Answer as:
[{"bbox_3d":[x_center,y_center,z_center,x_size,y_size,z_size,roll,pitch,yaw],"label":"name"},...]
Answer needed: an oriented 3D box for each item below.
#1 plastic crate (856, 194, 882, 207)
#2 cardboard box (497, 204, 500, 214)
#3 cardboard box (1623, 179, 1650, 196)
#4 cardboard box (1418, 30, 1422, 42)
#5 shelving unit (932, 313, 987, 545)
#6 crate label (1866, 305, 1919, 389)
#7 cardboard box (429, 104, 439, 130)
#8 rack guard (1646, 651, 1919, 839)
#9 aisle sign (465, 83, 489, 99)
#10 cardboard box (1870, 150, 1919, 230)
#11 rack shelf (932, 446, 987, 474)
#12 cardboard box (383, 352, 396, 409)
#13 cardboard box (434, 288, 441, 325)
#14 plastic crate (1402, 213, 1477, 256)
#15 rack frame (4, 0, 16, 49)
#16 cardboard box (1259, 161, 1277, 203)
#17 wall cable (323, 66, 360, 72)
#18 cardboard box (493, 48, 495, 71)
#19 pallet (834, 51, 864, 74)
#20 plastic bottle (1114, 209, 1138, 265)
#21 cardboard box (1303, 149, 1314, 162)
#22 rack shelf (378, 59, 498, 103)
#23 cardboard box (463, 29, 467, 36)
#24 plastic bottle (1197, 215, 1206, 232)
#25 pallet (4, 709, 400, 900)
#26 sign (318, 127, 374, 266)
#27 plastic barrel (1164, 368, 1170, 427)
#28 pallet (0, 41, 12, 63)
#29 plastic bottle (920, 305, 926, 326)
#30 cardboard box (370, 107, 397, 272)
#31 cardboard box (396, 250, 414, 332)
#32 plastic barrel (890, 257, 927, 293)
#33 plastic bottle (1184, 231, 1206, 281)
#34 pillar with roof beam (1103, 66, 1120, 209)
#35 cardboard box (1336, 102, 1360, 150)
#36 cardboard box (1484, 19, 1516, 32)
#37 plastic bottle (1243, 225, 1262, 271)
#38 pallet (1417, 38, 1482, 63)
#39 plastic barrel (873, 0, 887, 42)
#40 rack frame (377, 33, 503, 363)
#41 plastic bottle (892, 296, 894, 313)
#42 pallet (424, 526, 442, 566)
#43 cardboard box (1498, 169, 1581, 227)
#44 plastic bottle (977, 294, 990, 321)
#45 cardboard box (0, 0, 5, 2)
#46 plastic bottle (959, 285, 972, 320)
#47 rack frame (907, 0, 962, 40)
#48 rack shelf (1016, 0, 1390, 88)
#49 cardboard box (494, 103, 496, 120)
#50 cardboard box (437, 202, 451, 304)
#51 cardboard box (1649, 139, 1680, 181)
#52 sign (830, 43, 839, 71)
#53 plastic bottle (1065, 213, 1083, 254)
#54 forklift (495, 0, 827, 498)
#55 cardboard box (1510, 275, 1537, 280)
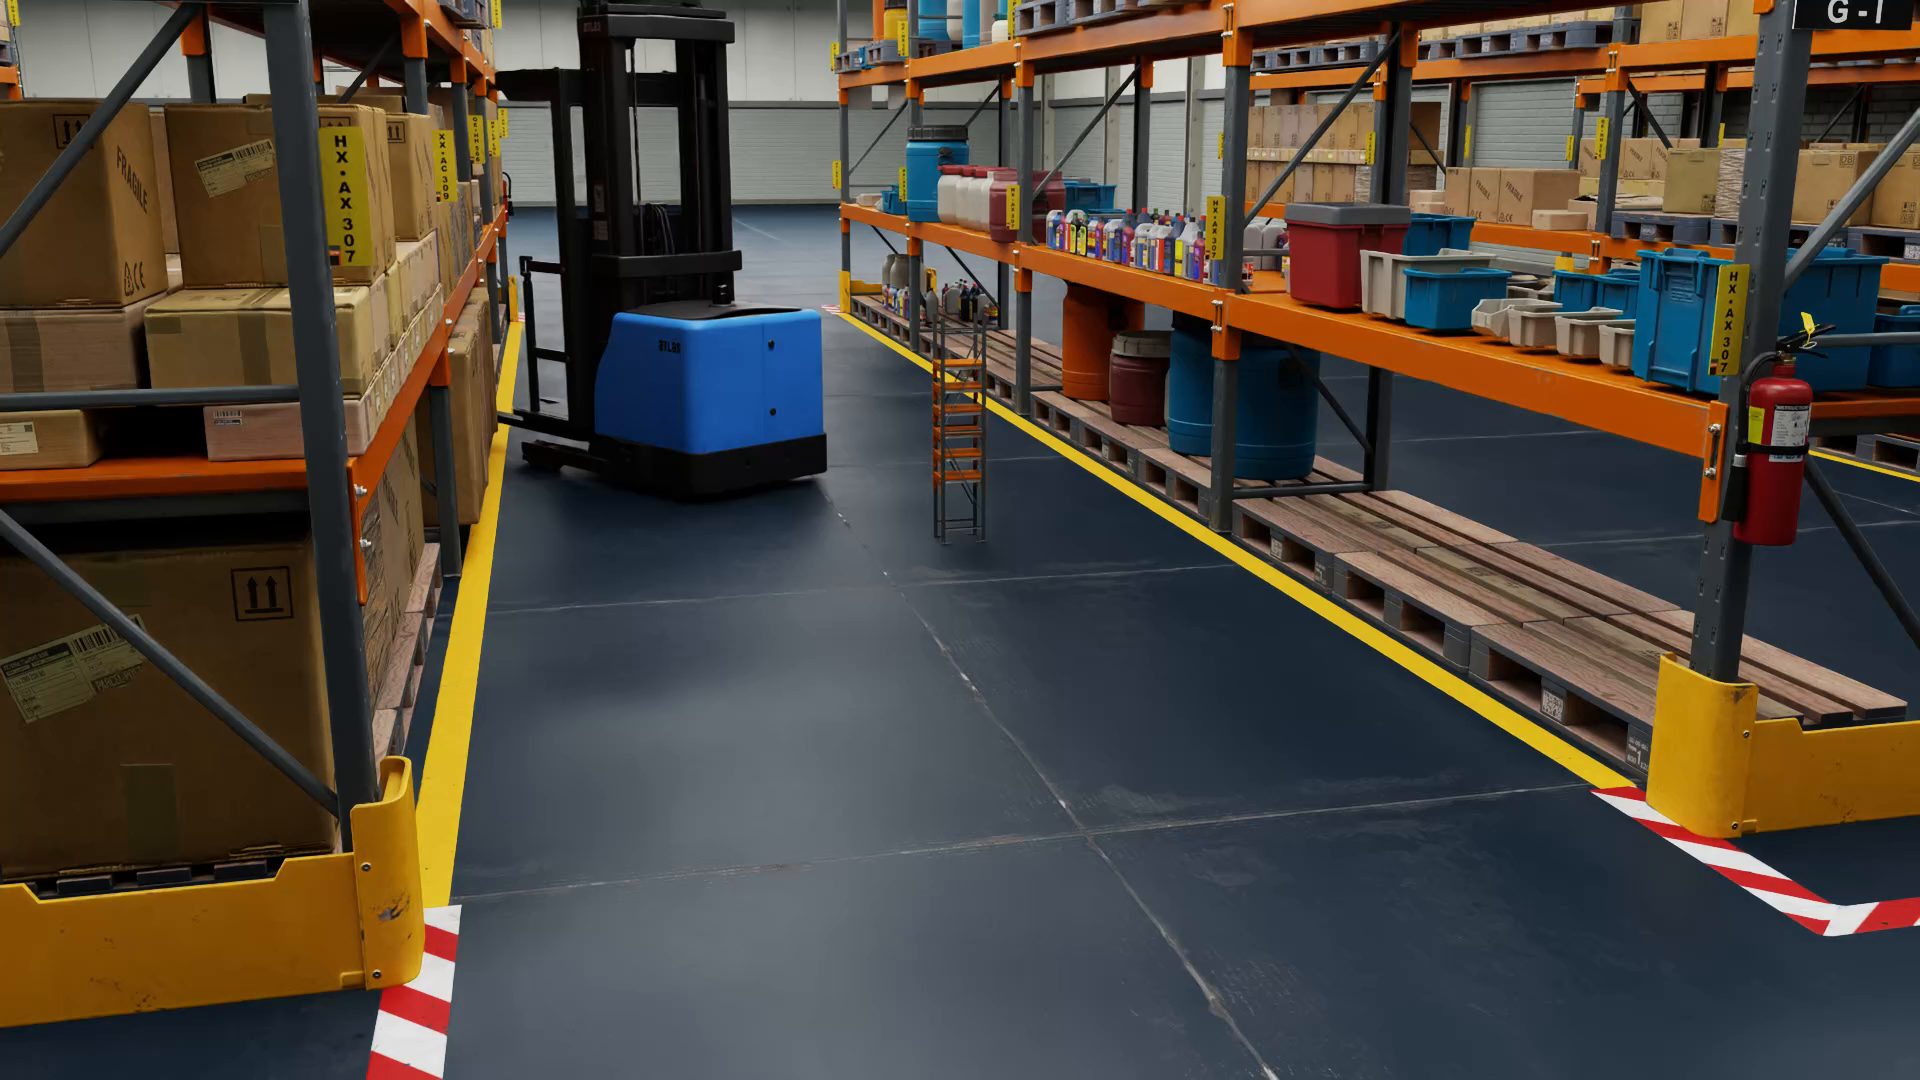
[{"bbox_3d":[-1.050,-3.945,19.309,0.298,0.136,0.250,-3,14,-13],"label":"plastic crate"},{"bbox_3d":[-5.040,-3.505,17.481,0.380,0.149,0.250,-3,14,-13],"label":"cardboard box"},{"bbox_3d":[8.738,-4.419,20.969,0.500,0.250,0.500,-4,14,-14],"label":"cardboard box"},{"bbox_3d":[4.945,-5.558,17.647,0.500,0.500,0.500,-2,14,-9],"label":"cardboard box"},{"bbox_3d":[-0.003,-0.586,8.798,0.258,1.200,0.189,-3,14,-13],"label":"shelving unit"},{"bbox_3d":[3.072,-0.629,5.409,0.416,0.233,0.303,-3,14,-13],"label":"crate label"},{"bbox_3d":[-3.577,-2.391,10.071,0.797,0.503,0.637,-3,14,-12],"label":"cardboard box"},{"bbox_3d":[2.828,0.613,5.365,1.175,0.500,0.348,-3,14,-13],"label":"rack guard"},{"bbox_3d":[-5.485,-5.315,18.884,0.394,0.787,0.004,-3,14,-13],"label":"aisle sign"},{"bbox_3d":[6.569,-2.334,11.063,0.700,0.500,0.500,-1,14,-4],"label":"cardboard box"},{"bbox_3d":[-0.003,-0.426,8.837,0.258,0.103,0.180,-3,14,-13],"label":"rack shelf"},{"bbox_3d":[-1.952,-0.487,5.128,0.380,0.149,0.250,-4,14,-14],"label":"cardboard box"},{"bbox_3d":[-2.493,-1.019,7.308,0.380,0.149,0.250,-3,14,-12],"label":"cardboard box"},{"bbox_3d":[2.312,-1.462,8.496,0.392,0.384,0.575,-3,14,-13],"label":"plastic crate"},{"bbox_3d":[-10.607,-6.682,17.318,1.000,3.000,0.127,-3,14,-13],"label":"rack frame"},{"bbox_3d":[4.093,-4.392,20.372,0.700,0.500,0.500,-3,14,-12],"label":"cardboard box"},{"bbox_3d":[-18.152,-15.746,47.252,2.305,6.003,0.169,-3,14,-13],"label":"wall cable"},{"bbox_3d":[-5.402,-5.308,18.330,0.500,0.250,0.500,-3,14,-12],"label":"cardboard box"},{"bbox_3d":[-0.849,-5.466,19.059,1.003,0.211,1.213,-3,14,-13],"label":"pallet"},{"bbox_3d":[1.078,-1.953,10.704,0.144,0.351,0.185,-3,14,-13],"label":"plastic bottle"},{"bbox_3d":[4.173,-4.418,19.114,0.380,0.149,0.250,-3,14,-11],"label":"cardboard box"},{"bbox_3d":[-5.292,-4.667,16.907,1.077,0.370,4.000,-3,14,-13],"label":"rack shelf"},{"bbox_3d":[-3.746,-3.682,11.675,0.500,0.250,0.500,-3,14,-12],"label":"cardboard box"},{"bbox_3d":[1.433,-1.749,9.871,0.144,0.351,0.185,-3,14,-13],"label":"plastic bottle"},{"bbox_3d":[-2.268,0.845,5.026,1.003,0.211,1.213,-3,14,-13],"label":"pallet"},{"bbox_3d":[-1.464,-0.819,3.966,0.100,0.325,0.005,-3,14,-13],"label":"sign"},{"bbox_3d":[1.547,-0.949,10.850,0.421,0.512,0.421,0,14,0],"label":"plastic barrel"},{"bbox_3d":[-10.423,-5.012,16.986,1.003,0.211,1.213,-3,14,-13],"label":"pallet"},{"bbox_3d":[-0.396,-2.295,16.970,0.097,0.201,0.097,0,14,0],"label":"plastic bottle"},{"bbox_3d":[-2.100,-1.126,5.326,0.500,0.500,0.500,-4,14,-15],"label":"cardboard box"},{"bbox_3d":[-2.225,-0.883,5.911,0.500,0.250,0.500,-4,14,-14],"label":"cardboard box"},{"bbox_3d":[-0.601,-3.029,19.364,0.421,0.512,0.421,0,14,0],"label":"plastic barrel"},{"bbox_3d":[1.378,-1.626,9.523,0.152,0.276,0.135,-3,14,-13],"label":"plastic bottle"},{"bbox_3d":[-0.134,-12.947,42.960,9.100,9.000,0.400,-3,14,-13],"label":"pillar with roof beam"},{"bbox_3d":[4.577,-4.547,18.274,0.700,0.500,0.500,-3,14,-13],"label":"cardboard box"},{"bbox_3d":[5.197,-4.793,15.338,0.500,0.250,0.500,-5,14,-18],"label":"cardboard box"},{"bbox_3d":[1.767,-1.802,10.243,0.152,0.276,0.135,-3,14,-13],"label":"plastic bottle"},{"bbox_3d":[5.027,-4.811,16.382,0.805,0.209,1.217,-4,14,-15],"label":"pallet"},{"bbox_3d":[-0.710,-6.062,19.309,0.600,0.830,0.708,-3,14,-13],"label":"plastic barrel"},{"bbox_3d":[-4.823,-3.098,15.289,1.000,3.000,0.127,-3,14,-13],"label":"rack frame"},{"bbox_3d":[-0.698,-2.591,18.181,0.097,0.201,0.097,0,14,0],"label":"plastic bottle"},{"bbox_3d":[-3.198,-0.072,8.777,1.003,0.211,1.213,-3,14,-13],"label":"pallet"},{"bbox_3d":[5.337,-3.162,15.337,0.500,0.500,0.500,-4,14,-16],"label":"cardboard box"},{"bbox_3d":[0.240,-2.436,17.390,0.152,0.276,0.135,-3,14,-11],"label":"plastic bottle"},{"bbox_3d":[-10.198,-5.684,17.306,0.380,0.149,0.250,-3,14,-13],"label":"cardboard box"},{"bbox_3d":[0.065,-2.503,17.505,0.144,0.351,0.185,-3,14,-13],"label":"plastic bottle"},{"bbox_3d":[-0.008,-6.289,15.707,1.000,3.000,0.127,-3,14,-13],"label":"rack frame"},{"bbox_3d":[1.401,-3.098,10.483,1.077,0.370,4.000,-3,14,-13],"label":"rack shelf"},{"bbox_3d":[-5.270,-4.472,17.966,0.500,0.500,0.500,-3,14,-13],"label":"cardboard box"},{"bbox_3d":[-2.809,-1.421,8.214,0.500,0.500,0.500,-3,14,-13],"label":"cardboard box"},{"bbox_3d":[8.857,-4.671,20.420,0.500,0.500,0.500,-3,14,-11],"label":"cardboard box"},{"bbox_3d":[-1.484,-5.729,19.717,0.100,0.325,0.005,-3,14,-13],"label":"sign"},{"bbox_3d":[0.827,-2.167,11.737,0.152,0.276,0.135,-3,14,-13],"label":"plastic bottle"},{"bbox_3d":[-2.231,-1.951,10.736,3.031,2.935,1.130,13,19,43],"label":"forklift"},{"bbox_3d":[5.424,-2.478,16.477,0.500,0.311,0.500,-3,14,-13],"label":"cardboard box"}]
